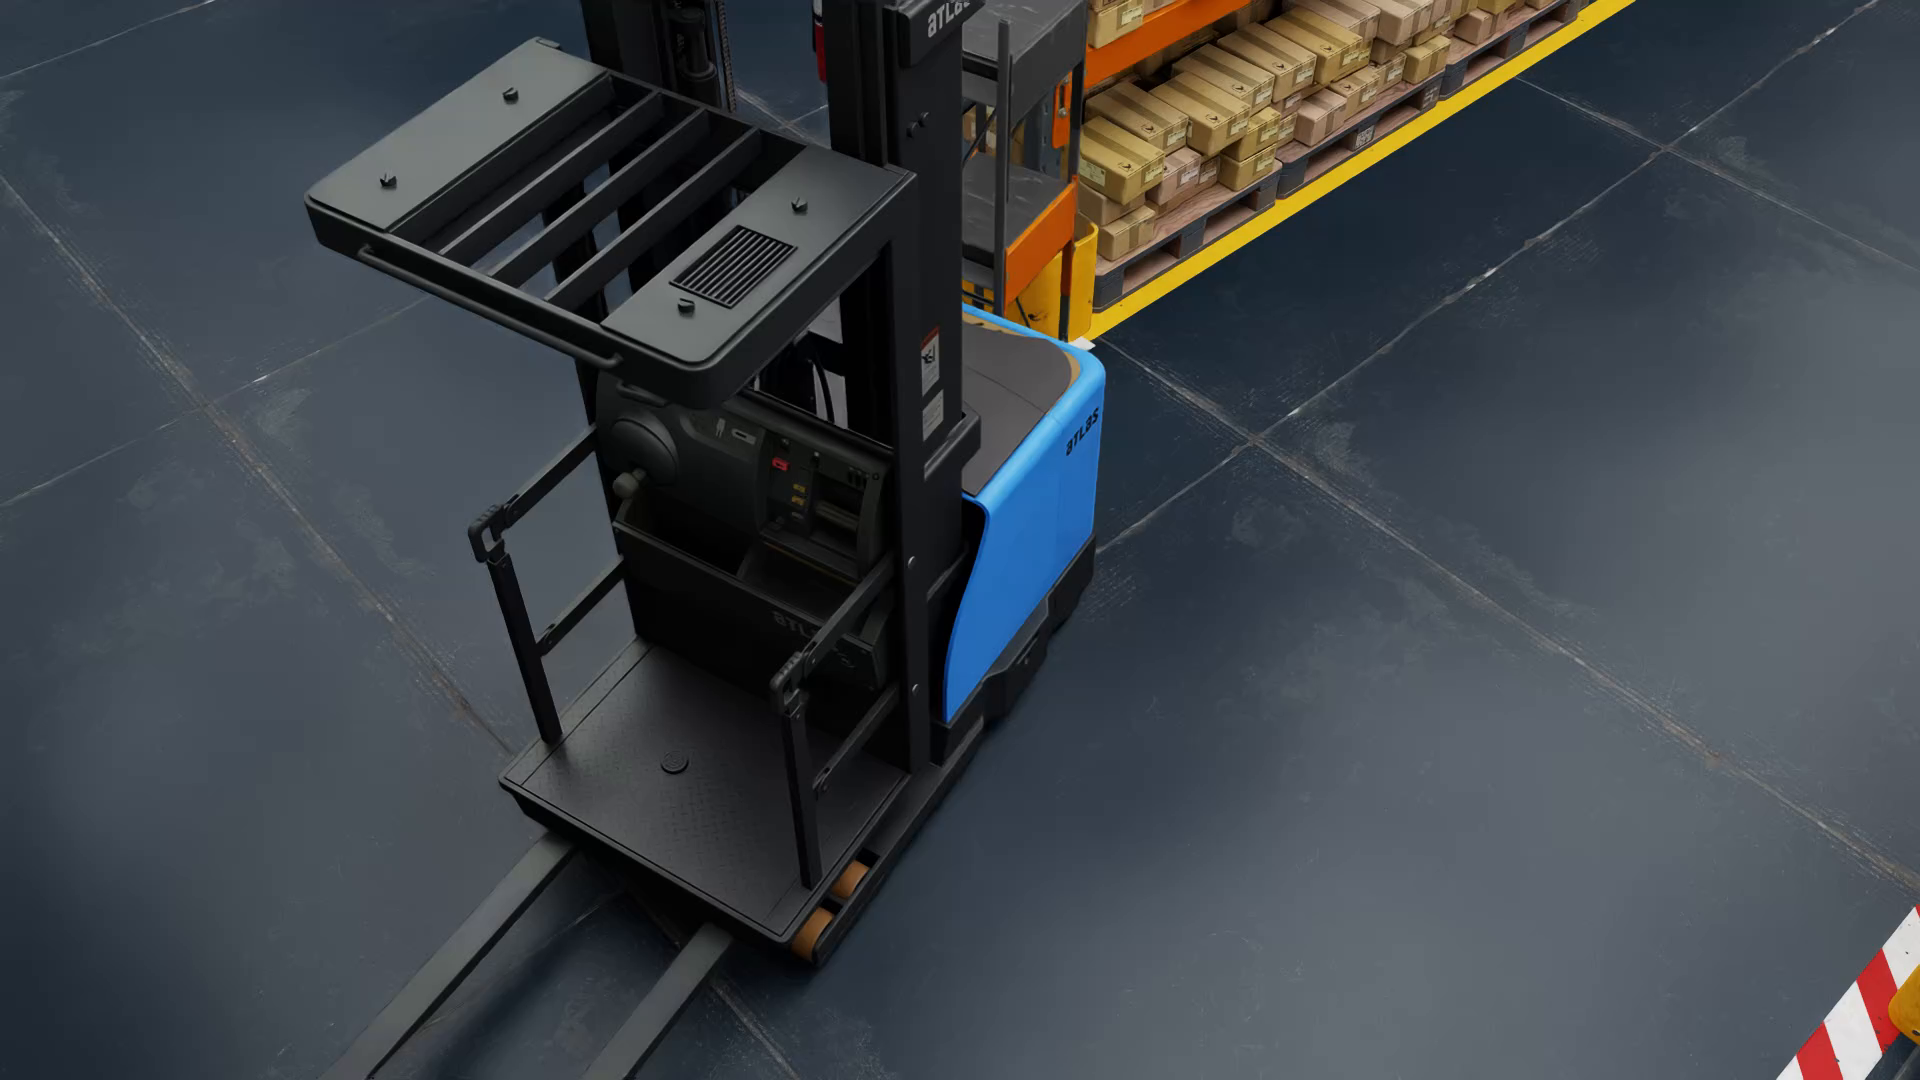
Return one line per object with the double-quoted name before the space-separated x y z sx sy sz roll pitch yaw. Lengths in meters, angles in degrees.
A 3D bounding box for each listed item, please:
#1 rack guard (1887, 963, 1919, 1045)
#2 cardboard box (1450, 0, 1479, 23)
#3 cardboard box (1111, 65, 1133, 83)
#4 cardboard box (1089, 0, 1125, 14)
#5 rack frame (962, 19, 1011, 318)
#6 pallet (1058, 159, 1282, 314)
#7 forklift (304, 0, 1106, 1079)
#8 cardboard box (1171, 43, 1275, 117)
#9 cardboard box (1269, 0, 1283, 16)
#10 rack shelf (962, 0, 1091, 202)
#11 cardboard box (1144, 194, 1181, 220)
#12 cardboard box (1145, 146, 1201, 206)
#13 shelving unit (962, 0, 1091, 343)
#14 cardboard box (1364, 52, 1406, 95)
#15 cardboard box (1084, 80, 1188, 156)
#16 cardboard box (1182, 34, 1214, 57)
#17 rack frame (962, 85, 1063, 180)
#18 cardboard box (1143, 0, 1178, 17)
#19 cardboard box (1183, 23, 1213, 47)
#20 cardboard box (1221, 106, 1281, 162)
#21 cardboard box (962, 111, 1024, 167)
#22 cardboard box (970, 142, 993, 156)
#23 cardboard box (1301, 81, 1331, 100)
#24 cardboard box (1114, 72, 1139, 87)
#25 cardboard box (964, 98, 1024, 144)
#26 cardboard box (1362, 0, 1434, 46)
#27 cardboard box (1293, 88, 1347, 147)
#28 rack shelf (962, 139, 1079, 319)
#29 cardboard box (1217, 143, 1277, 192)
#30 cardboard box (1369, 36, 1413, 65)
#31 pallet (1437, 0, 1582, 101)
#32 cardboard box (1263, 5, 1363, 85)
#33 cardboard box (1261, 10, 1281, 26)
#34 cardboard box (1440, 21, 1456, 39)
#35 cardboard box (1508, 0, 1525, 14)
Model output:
"rack guard" 3.254 1.479 4.545 0.348 0.500 1.175 -34 56 -27
"cardboard box" 2.320 -2.700 8.152 0.250 0.149 0.380 -33 55 -27
"cardboard box" 0.562 -2.195 7.483 0.250 0.149 0.380 -35 56 -28
"cardboard box" 0.528 -2.334 6.092 0.500 0.500 0.500 -31 55 -26
"rack frame" -0.027 -0.844 5.600 0.400 2.100 0.015 24 52 21
"pallet" 0.691 -1.602 7.585 1.213 0.211 1.003 -34 56 -27
"forklift" -0.714 -0.111 4.358 1.130 2.935 3.031 24 52 21
"cardboard box" 1.149 -2.004 7.307 0.380 0.149 0.250 36 57 29
"cardboard box" 1.402 -2.666 7.918 0.250 0.149 0.380 -33 56 -27
"rack shelf" 0.100 -1.462 5.237 0.431 0.518 0.480 24 52 21
"cardboard box" 0.751 -1.562 7.305 0.250 0.149 0.380 -34 56 -27
"cardboard box" 0.811 -1.628 7.163 0.250 0.149 0.380 -34 56 -27
"shelving unit" 0.100 -0.997 5.741 0.431 2.100 0.503 24 52 21
"cardboard box" 1.904 -2.298 7.983 0.250 0.149 0.380 -33 55 -27
"cardboard box" 0.749 -1.781 7.102 0.250 0.149 0.380 -33 55 -27
"cardboard box" 0.966 -2.341 7.821 0.250 0.149 0.380 -33 55 -27
"rack frame" 0.010 -2.128 6.172 0.127 3.000 1.000 -34 56 -27
"cardboard box" 0.630 -2.173 6.385 0.250 0.149 0.380 -32 55 -26
"cardboard box" 0.957 -2.451 7.720 0.250 0.149 0.380 -32 55 -26
"cardboard box" 1.195 -1.865 7.382 0.250 0.149 0.380 -32 55 -26
"cardboard box" 0.208 -1.820 7.340 0.250 0.149 0.380 -35 56 -28
"cardboard box" 0.259 -1.677 7.410 0.250 0.149 0.380 -33 55 -27
"cardboard box" 1.500 -2.205 7.695 0.250 0.149 0.380 -31 54 -25
"cardboard box" 0.592 -2.078 7.578 0.250 0.149 0.380 -36 57 -28
"cardboard box" 0.231 -1.905 7.216 0.250 0.149 0.380 -33 55 -27
"cardboard box" 1.966 -2.480 7.747 0.250 0.149 0.380 -36 57 -28
"cardboard box" 1.561 -2.009 7.717 0.380 0.149 0.250 36 57 29
"rack shelf" 0.100 -0.988 5.751 0.431 0.518 0.480 24 52 21
"cardboard box" 1.193 -1.756 7.483 0.250 0.149 0.380 -33 55 -27
"cardboard box" 1.933 -2.442 7.914 0.380 0.149 0.250 36 57 29
"pallet" 2.496 -2.808 8.698 1.213 0.211 1.003 -34 56 -27
"cardboard box" 1.586 -2.241 7.526 0.250 0.149 0.380 -33 55 -27
"cardboard box" 1.353 -2.609 8.068 0.250 0.149 0.380 -33 55 -27
"cardboard box" 2.231 -2.589 8.252 0.250 0.149 0.380 -35 56 -28
"cardboard box" 2.660 -2.819 8.464 0.250 0.149 0.380 -32 55 -26
